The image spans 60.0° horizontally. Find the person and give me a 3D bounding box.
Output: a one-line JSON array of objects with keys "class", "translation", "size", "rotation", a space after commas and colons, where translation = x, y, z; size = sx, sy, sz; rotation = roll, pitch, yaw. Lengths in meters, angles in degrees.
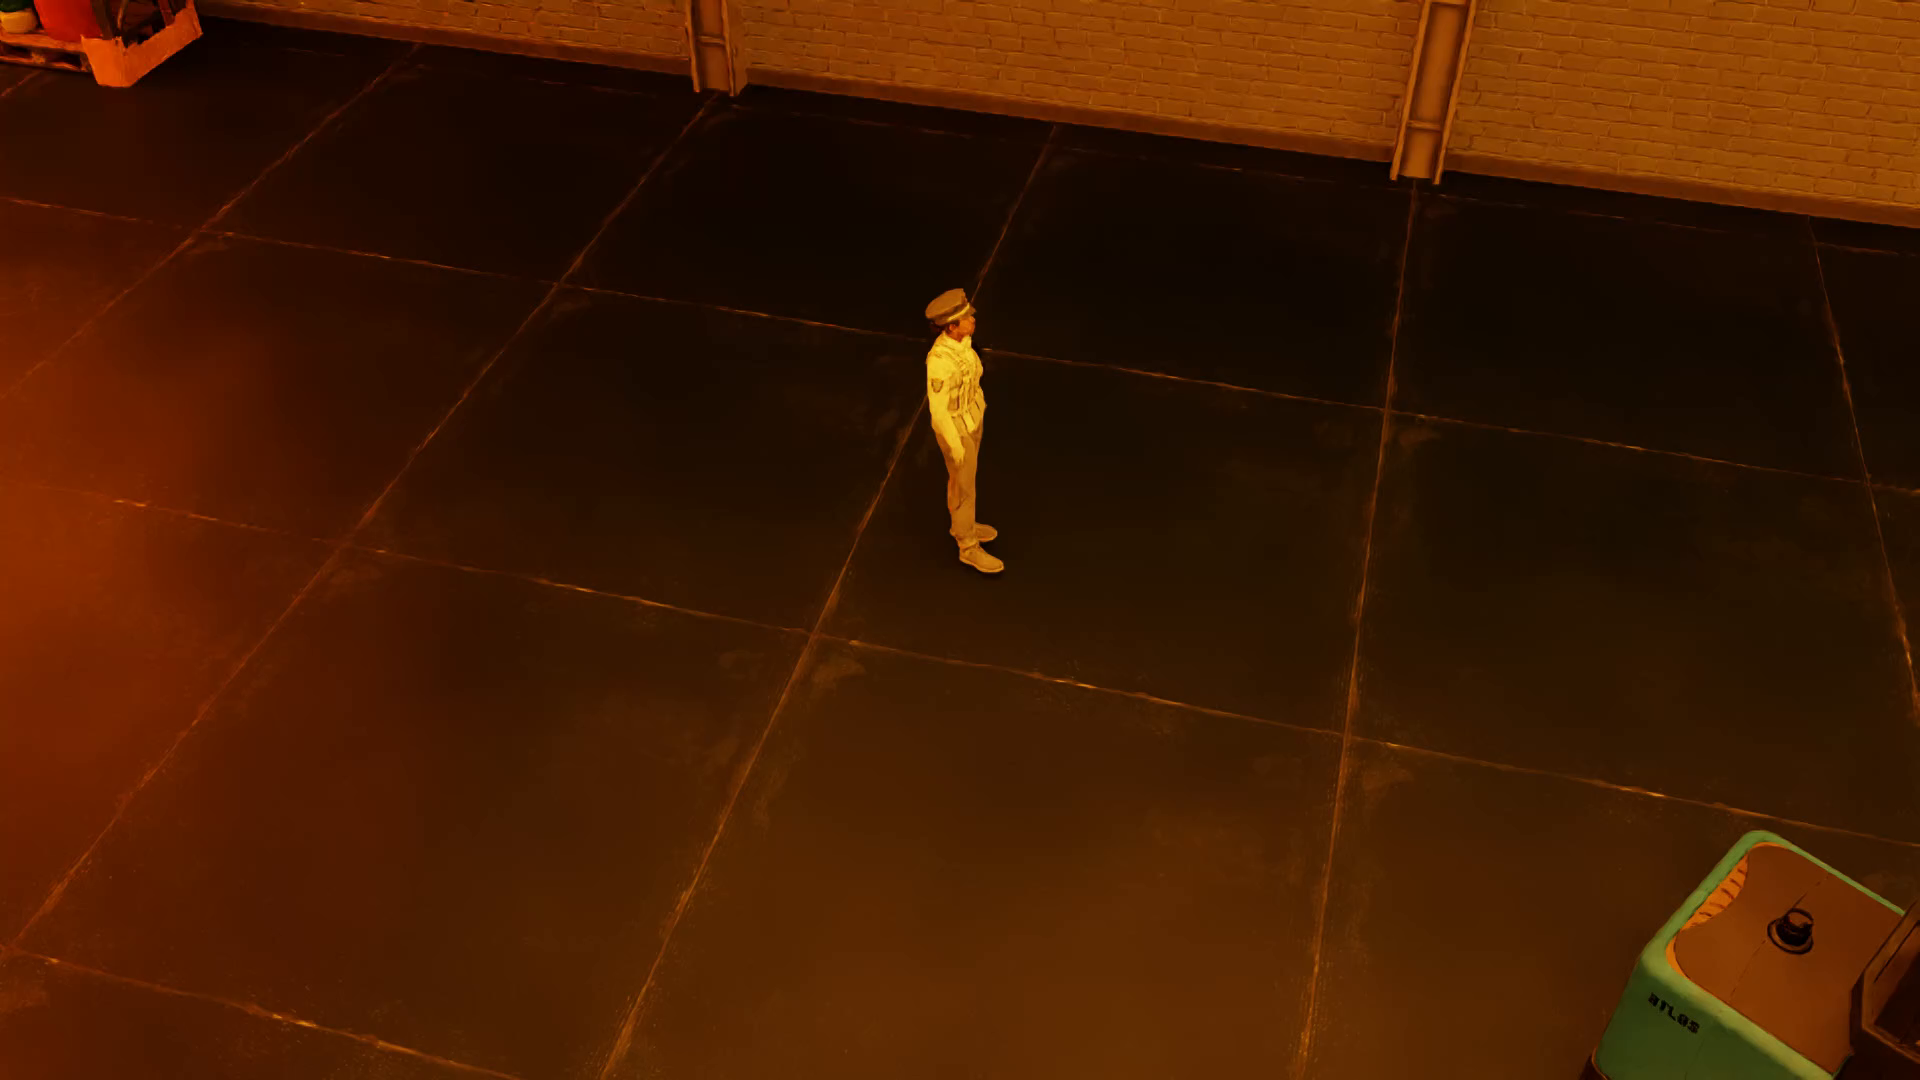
[{"class": "person", "translation": [0.063, -0.657, 9.477], "size": [0.534, 1.695, 0.586], "rotation": [10, 42, 11]}]

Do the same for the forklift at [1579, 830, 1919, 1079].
[{"class": "forklift", "translation": [4.072, 1.836, 5.767], "size": [1.130, 2.935, 3.031], "rotation": [-32, 50, -31]}]
